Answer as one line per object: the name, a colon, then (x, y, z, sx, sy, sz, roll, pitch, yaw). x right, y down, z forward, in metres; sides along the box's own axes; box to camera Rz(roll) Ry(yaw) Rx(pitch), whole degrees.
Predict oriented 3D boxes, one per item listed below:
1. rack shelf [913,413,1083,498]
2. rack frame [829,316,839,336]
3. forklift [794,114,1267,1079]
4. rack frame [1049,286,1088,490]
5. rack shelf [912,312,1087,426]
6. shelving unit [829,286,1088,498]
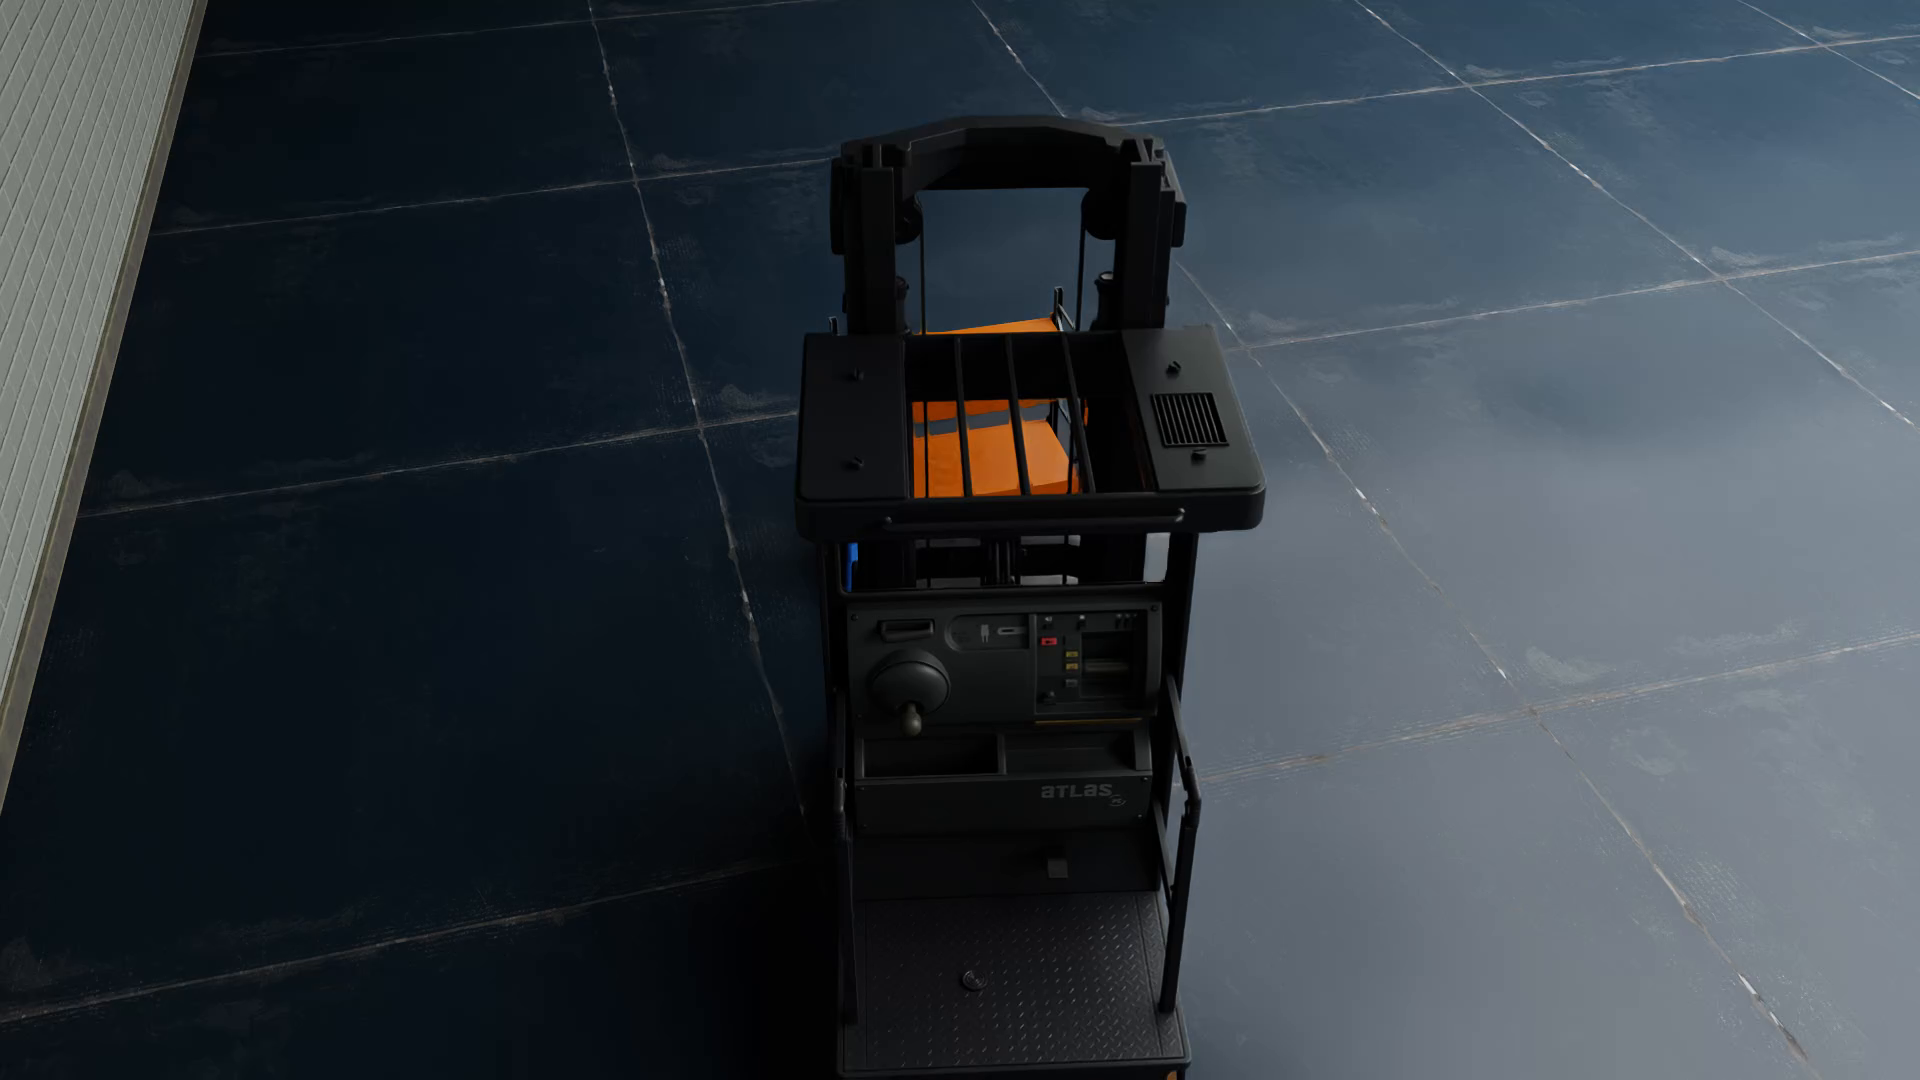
rack shelf: (0.007, -0.254, 7.558, 1.000, 0.278, 0.538, -9, 38, -12)
rack frame: (-0.484, -0.367, 7.304, 0.032, 1.125, 0.500, -9, 38, -12)
forklift: (0.145, 0.442, 4.760, 1.130, 2.935, 3.031, -2, 37, -2)
rack frame: (0.497, -0.528, 7.515, 0.032, 1.125, 0.500, -9, 38, -12)
rack shelf: (0.007, -0.680, 7.232, 1.000, 0.278, 0.538, -9, 38, -12)
shelving unit: (0.007, -0.448, 7.410, 1.048, 1.125, 0.538, -9, 38, -12)
